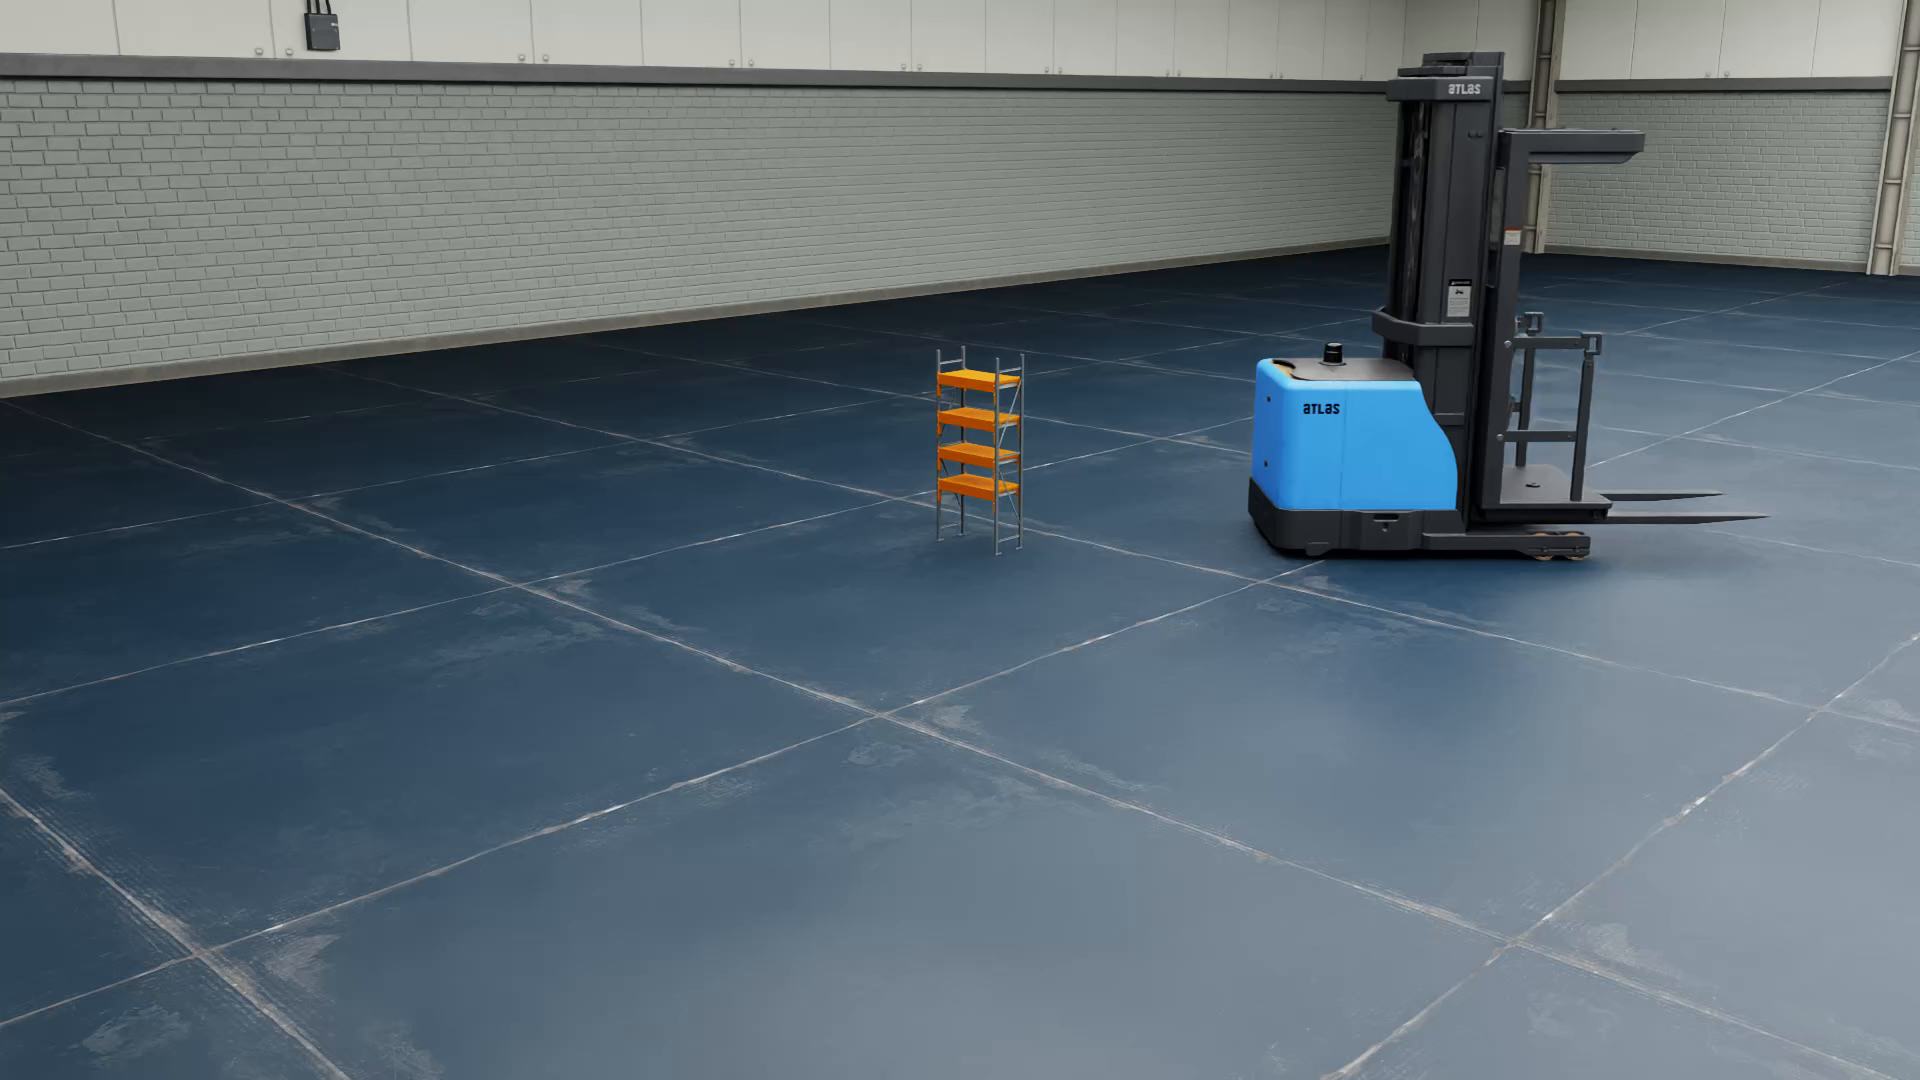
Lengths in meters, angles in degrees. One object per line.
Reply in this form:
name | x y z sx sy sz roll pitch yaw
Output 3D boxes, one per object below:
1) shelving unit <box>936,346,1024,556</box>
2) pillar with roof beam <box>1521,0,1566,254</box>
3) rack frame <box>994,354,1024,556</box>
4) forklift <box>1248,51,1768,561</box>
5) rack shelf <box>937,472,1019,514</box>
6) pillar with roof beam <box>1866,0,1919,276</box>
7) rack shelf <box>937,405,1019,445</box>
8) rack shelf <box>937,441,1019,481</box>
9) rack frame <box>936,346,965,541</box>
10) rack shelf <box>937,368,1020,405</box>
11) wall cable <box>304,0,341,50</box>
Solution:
shelving unit | 0.119 -0.552 10.170 0.503 1.200 0.258 14 20 42
pillar with roof beam | 7.654 -8.935 26.876 0.400 9.000 9.100 14 20 42
rack frame | 0.295 -0.509 10.006 0.015 1.200 0.240 14 20 42
forklift | 3.397 -1.428 10.101 3.031 2.935 1.130 0 15 0
rack shelf | 0.119 -0.294 10.237 0.480 0.148 0.258 14 20 42
pillar with roof beam | 11.973 -7.885 22.846 0.400 9.000 9.100 14 20 42
rack shelf | 0.119 -0.703 10.130 0.480 0.148 0.258 14 20 42
rack shelf | 0.119 -0.487 10.187 0.480 0.148 0.258 14 20 42
rack frame | -0.057 -0.594 10.333 0.015 1.200 0.240 14 20 42
rack shelf | 0.119 -0.932 10.071 0.480 0.148 0.258 14 20 42
wall cable | -5.824 -8.120 17.005 0.169 6.003 2.305 14 20 42
